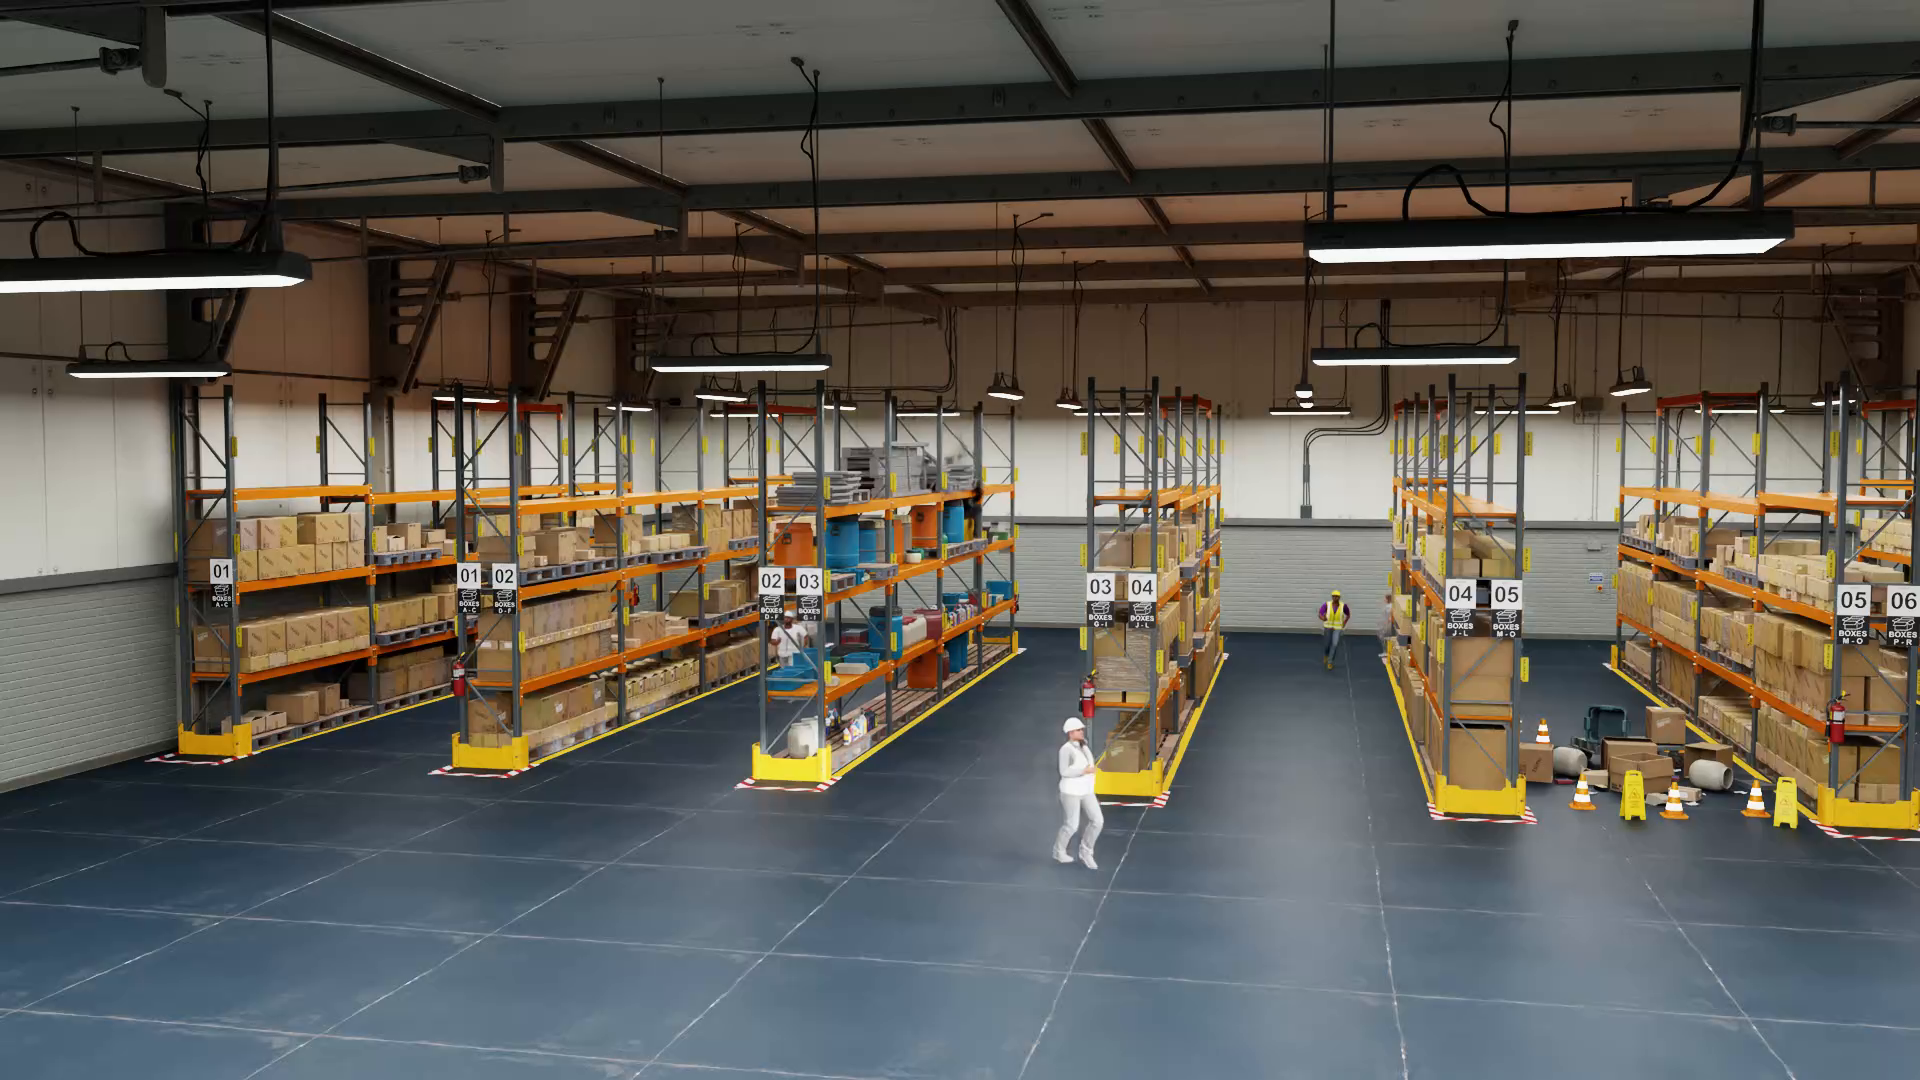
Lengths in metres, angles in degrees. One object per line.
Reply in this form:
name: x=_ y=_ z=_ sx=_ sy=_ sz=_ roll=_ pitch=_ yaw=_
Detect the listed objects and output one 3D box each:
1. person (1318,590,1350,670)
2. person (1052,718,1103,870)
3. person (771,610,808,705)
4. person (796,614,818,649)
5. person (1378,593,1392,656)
person: x=8.468 y=2.018 z=37.659 sx=0.706 sy=1.771 sz=0.887 roll=1 pitch=3 yaw=16
person: x=1.412 y=3.017 z=19.727 sx=0.702 sy=1.814 sz=0.637 roll=3 pitch=4 yaw=44
person: x=-3.356 y=2.291 z=32.551 sx=0.671 sy=1.829 sz=0.762 roll=1 pitch=3 yaw=10
person: x=-3.066 y=1.932 z=33.956 sx=0.663 sy=1.844 sz=0.889 roll=0 pitch=3 yaw=8
person: x=10.246 y=2.033 z=39.592 sx=0.515 sy=1.546 sz=0.579 roll=0 pitch=3 yaw=7
